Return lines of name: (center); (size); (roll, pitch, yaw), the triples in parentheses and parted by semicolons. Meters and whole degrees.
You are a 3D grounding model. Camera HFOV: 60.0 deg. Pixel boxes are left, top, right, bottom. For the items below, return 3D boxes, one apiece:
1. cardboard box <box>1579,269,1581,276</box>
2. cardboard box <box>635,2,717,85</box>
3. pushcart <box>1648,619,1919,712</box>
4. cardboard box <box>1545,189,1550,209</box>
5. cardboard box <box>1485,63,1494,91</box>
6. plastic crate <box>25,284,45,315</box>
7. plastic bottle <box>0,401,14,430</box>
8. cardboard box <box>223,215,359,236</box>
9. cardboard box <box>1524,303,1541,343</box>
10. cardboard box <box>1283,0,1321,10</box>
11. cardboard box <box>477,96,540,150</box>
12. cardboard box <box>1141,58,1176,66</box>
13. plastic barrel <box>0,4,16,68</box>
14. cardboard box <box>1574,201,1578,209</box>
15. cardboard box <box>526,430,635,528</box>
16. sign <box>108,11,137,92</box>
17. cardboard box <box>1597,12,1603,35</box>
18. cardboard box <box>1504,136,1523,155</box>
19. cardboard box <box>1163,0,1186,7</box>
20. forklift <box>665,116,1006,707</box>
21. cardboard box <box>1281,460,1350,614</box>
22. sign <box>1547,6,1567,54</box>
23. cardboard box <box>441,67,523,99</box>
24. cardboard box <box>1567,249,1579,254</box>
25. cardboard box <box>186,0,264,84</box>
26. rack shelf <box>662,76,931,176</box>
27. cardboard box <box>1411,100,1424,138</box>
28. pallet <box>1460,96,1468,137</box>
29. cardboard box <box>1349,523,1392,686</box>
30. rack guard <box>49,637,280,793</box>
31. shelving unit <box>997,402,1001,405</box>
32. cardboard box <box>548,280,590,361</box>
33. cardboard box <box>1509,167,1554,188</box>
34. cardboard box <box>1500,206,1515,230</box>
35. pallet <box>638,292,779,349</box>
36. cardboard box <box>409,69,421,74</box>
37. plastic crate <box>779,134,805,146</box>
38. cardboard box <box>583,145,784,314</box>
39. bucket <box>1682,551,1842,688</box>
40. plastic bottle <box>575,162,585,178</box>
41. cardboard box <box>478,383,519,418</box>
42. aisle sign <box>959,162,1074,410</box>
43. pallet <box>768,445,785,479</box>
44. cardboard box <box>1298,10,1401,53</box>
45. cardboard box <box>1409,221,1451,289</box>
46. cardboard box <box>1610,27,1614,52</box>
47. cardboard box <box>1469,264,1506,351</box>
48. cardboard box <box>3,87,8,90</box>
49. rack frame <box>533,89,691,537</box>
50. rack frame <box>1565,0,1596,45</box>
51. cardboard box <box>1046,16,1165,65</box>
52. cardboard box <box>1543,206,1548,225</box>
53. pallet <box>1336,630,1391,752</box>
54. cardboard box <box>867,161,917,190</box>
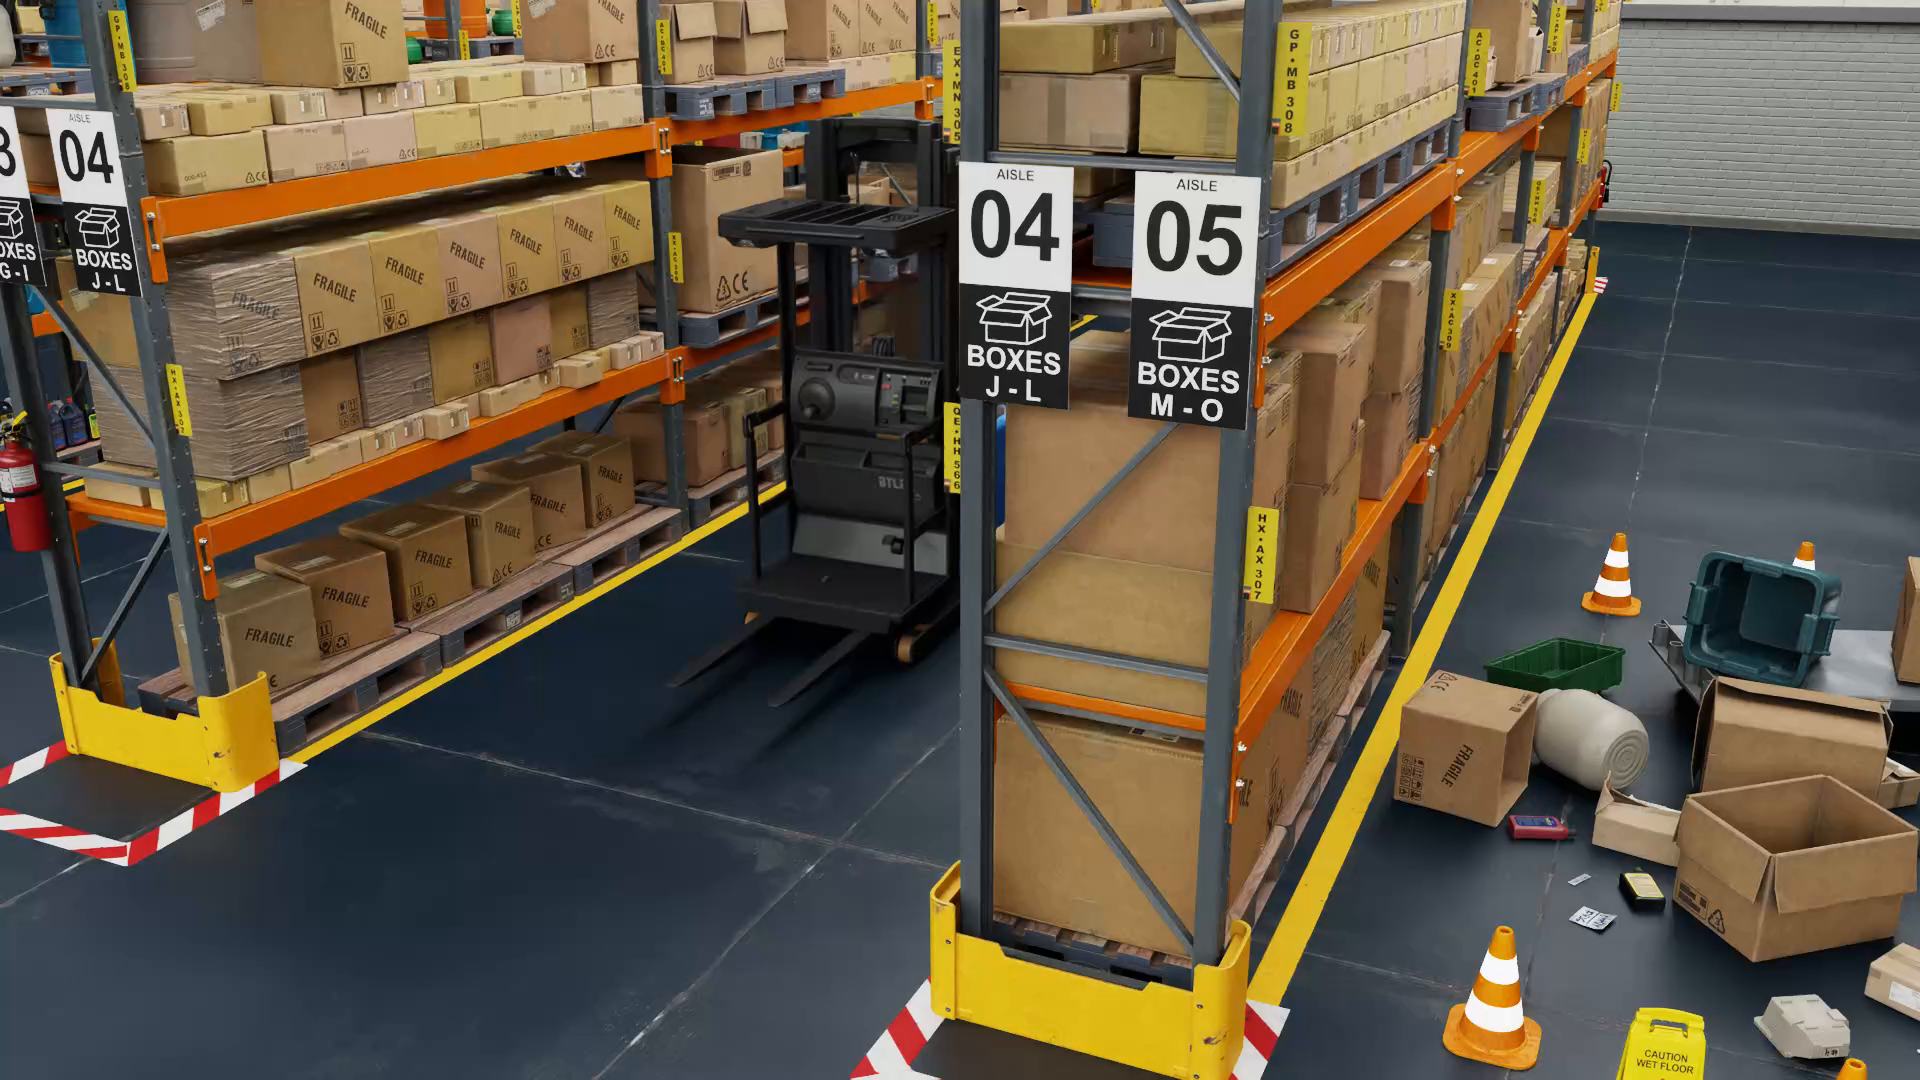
cardboard box: (6.865, -3.109, 18.918); (0.380, 0.149, 0.250); (8, 21, 20)
cardboard box: (-2.083, -3.307, 11.033); (0.797, 0.503, 0.637); (7, 21, 20)
pushcart: (4.575, 0.781, 8.710); (1.648, 0.377, 0.936); (1, 20, 4)
cardboard box: (5.093, -3.082, 14.962); (0.380, 0.149, 0.250); (8, 21, 21)
cardboard box: (2.929, -2.738, 9.814); (0.380, 0.149, 0.250); (9, 21, 23)
plastic crate: (-7.089, -1.751, 12.137); (0.499, 0.251, 0.616); (9, 21, 23)
plastic bottle: (-7.462, -0.946, 12.949); (0.144, 0.351, 0.185); (9, 21, 23)
cardboard box: (-3.597, -1.461, 9.014); (0.500, 0.500, 0.500); (9, 21, 23)
cardboard box: (4.682, -1.884, 14.274); (0.500, 0.250, 0.500); (9, 21, 23)
cardboard box: (1.556, -2.578, 8.174); (0.380, 0.149, 0.250); (8, 21, 22)
cardboard box: (-2.741, -2.370, 9.403); (0.500, 0.250, 0.500); (8, 21, 22)
cardboard box: (0.632, -1.651, 6.163); (0.500, 0.250, 0.500); (9, 21, 23)
plastic barrel: (-7.239, -3.756, 12.282); (0.421, 0.512, 0.421); (0, 20, 0)
cardboard box: (6.188, -3.503, 17.216); (0.380, 0.149, 0.250); (9, 21, 24)
cardboard box: (-2.566, -0.420, 11.278); (0.500, 0.500, 0.500); (8, 21, 21)
sign: (-3.508, -2.045, 6.961); (0.100, 0.325, 0.005); (9, 21, 23)
cardboard box: (6.019, -5.095, 16.320); (0.500, 0.250, 0.500); (8, 21, 22)
cardboard box: (5.340, -4.090, 16.408); (0.500, 0.500, 0.500); (8, 21, 21)
cardboard box: (2.385, -6.724, 20.498); (0.700, 0.500, 0.500); (7, 21, 19)
forklift: (-0.637, -0.837, 9.447); (1.130, 2.935, 3.031); (8, 21, 22)
cardboard box: (1.140, -0.098, 7.044); (0.875, 0.550, 0.550); (9, 21, 23)
sign: (4.259, -3.644, 11.872); (0.100, 0.325, 0.005); (9, 21, 23)
cardboard box: (-2.714, -2.594, 9.438); (0.380, 0.149, 0.250); (9, 22, 25)
cardboard box: (6.737, -3.176, 18.663); (0.380, 0.149, 0.250); (8, 21, 21)
cardboard box: (-3.599, -2.639, 8.596); (0.500, 0.500, 0.500); (9, 21, 23)
rack shelf: (-1.546, -3.203, 12.595); (1.077, 0.370, 4.000); (9, 21, 23)
cardboard box: (1.845, -1.880, 7.400); (0.380, 0.149, 0.250); (9, 21, 24)
pallet: (2.449, -2.416, 9.594); (0.805, 0.209, 1.217); (8, 21, 21)
cardboard box: (1.797, 0.180, 9.029); (0.875, 0.875, 0.875); (9, 21, 24)
rack guard: (-3.972, 0.860, 8.303); (1.175, 0.500, 0.348); (9, 21, 23)
shelving unit: (0.068, -0.616, 11.410); (0.258, 1.200, 0.503); (9, 21, 23)
cardboard box: (-2.843, -1.427, 10.412); (0.875, 0.500, 0.500); (9, 21, 23)
cardboard box: (5.191, -3.300, 15.133); (0.380, 0.149, 0.250); (8, 21, 21)
cardboard box: (4.124, -2.504, 12.894); (0.380, 0.149, 0.250); (9, 21, 23)
pallet: (-1.920, -1.640, 11.891); (1.003, 0.211, 1.213); (9, 21, 23)
cardboard box: (-3.279, -2.587, 9.417); (0.380, 0.149, 0.250); (8, 21, 22)
plastic crate: (-2.271, -5.408, 22.503); (0.396, 0.136, 0.243); (9, 21, 23)
cardboard box: (-1.912, -2.221, 11.716); (1.000, 1.000, 1.000); (9, 21, 23)
bucket: (4.166, 0.379, 8.544); (0.726, 0.611, 0.620); (18, 16, 41)
plastic bottle: (-4.137, -3.956, 18.190); (0.144, 0.351, 0.185); (9, 21, 23)
cardboard box: (-2.813, -0.836, 9.718); (0.380, 0.149, 0.250); (9, 21, 23)
aisle sign: (0.178, -0.827, 5.438); (0.394, 0.787, 0.004); (9, 21, 23)
pallet: (-1.550, -0.816, 13.447); (1.003, 0.211, 1.213); (9, 21, 23)
cardboard box: (1.534, -2.023, 6.614); (0.380, 0.149, 0.250); (9, 21, 23)
cardboard box: (2.525, -1.634, 9.945); (0.700, 0.500, 0.500); (8, 21, 22)
cardboard box: (6.670, -5.334, 17.739); (0.500, 0.250, 0.500); (10, 22, 25)
cardboard box: (3.407, -1.596, 11.330); (0.500, 0.500, 0.500); (8, 21, 22)
cardboard box: (-13.031, -6.063, 22.298); (0.500, 0.250, 0.500); (9, 21, 24)
rack frame: (-2.365, -1.517, 11.258); (1.000, 3.000, 0.127); (9, 21, 23)
rack frame: (5.394, -6.078, 15.128); (1.000, 3.000, 0.127); (9, 21, 23)
cardboard box: (0.517, -1.802, 5.992); (0.380, 0.149, 0.250); (9, 21, 24)
cardboard box: (5.100, -2.950, 15.035); (0.380, 0.149, 0.250); (7, 21, 20)
pallet: (1.736, 0.730, 9.101); (1.003, 0.211, 1.213); (9, 21, 23)
cardboard box: (-0.413, -3.481, 15.133); (0.797, 0.503, 0.637); (9, 22, 25)
